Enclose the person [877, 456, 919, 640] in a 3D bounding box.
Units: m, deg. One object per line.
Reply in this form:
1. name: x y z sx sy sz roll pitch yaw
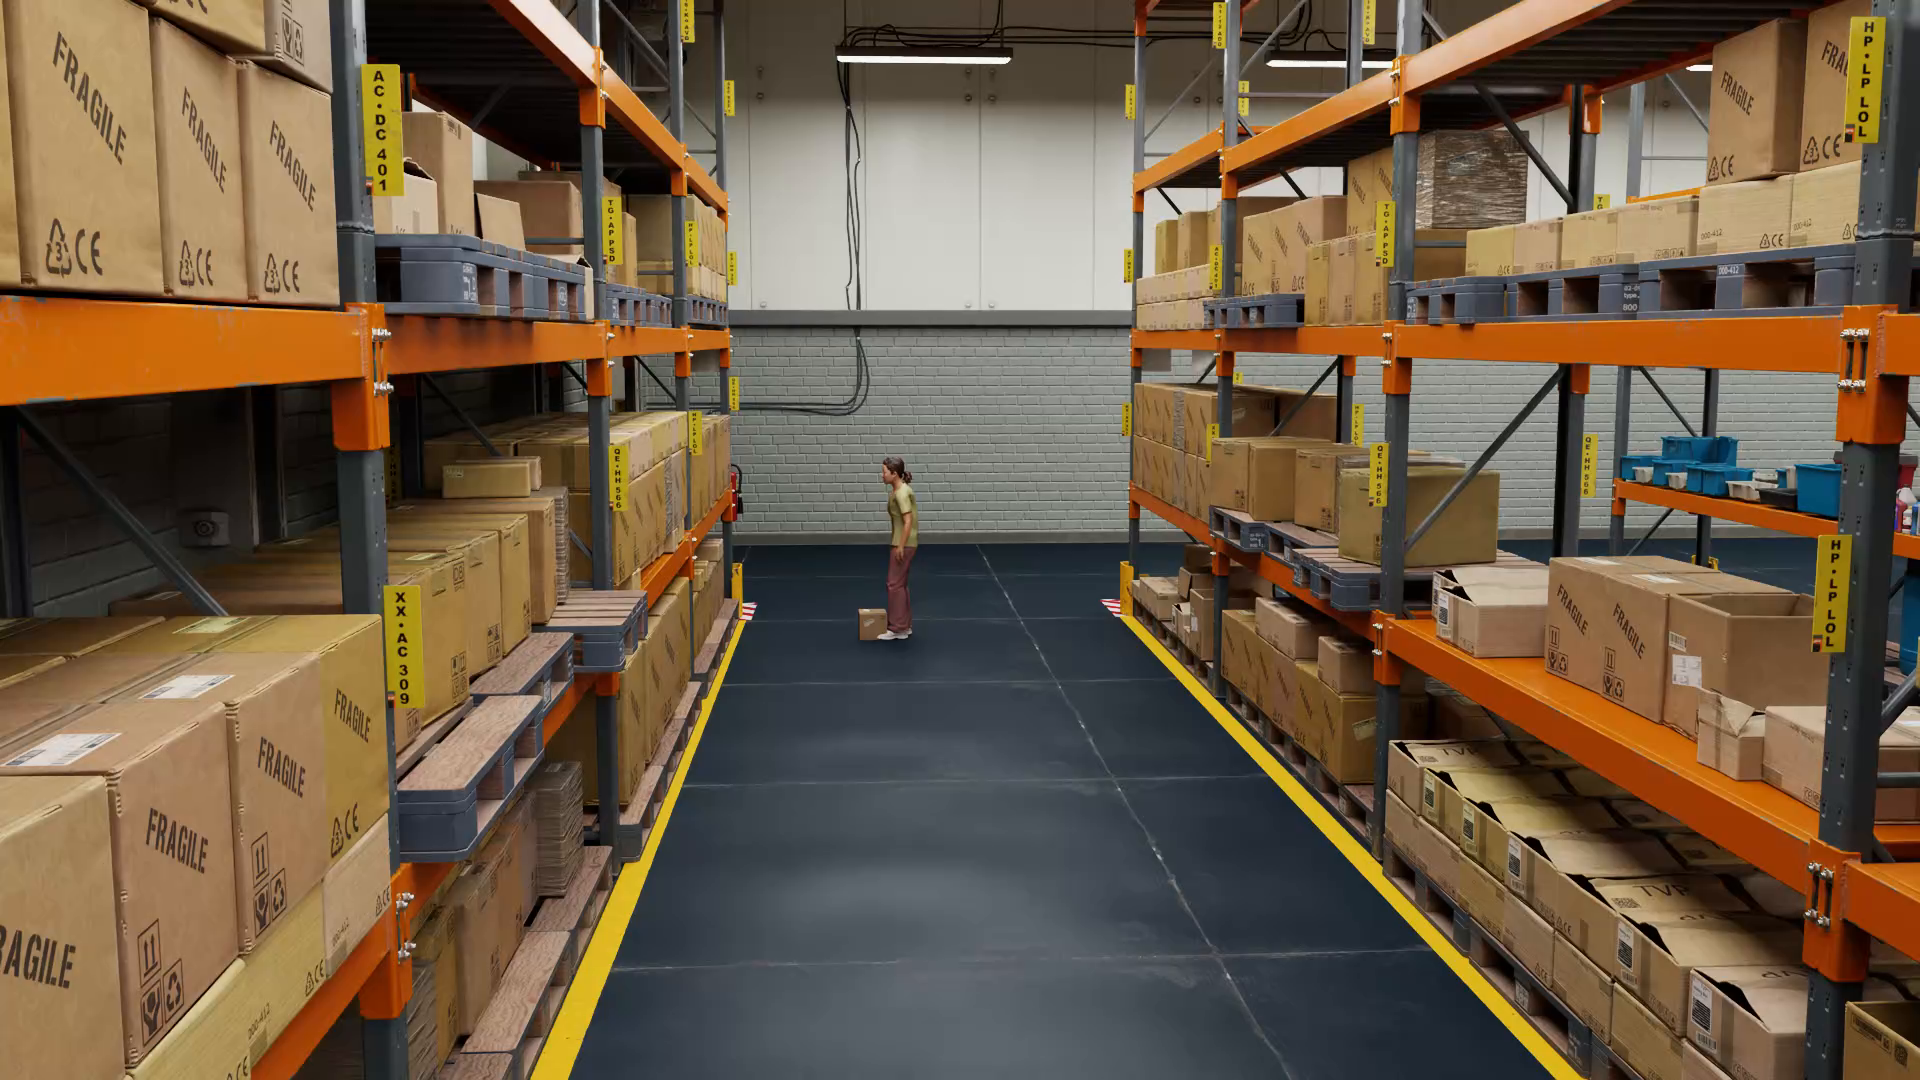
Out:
1. person: -0.584 0.068 15.196 0.408 1.673 0.519 -1 7 -6
